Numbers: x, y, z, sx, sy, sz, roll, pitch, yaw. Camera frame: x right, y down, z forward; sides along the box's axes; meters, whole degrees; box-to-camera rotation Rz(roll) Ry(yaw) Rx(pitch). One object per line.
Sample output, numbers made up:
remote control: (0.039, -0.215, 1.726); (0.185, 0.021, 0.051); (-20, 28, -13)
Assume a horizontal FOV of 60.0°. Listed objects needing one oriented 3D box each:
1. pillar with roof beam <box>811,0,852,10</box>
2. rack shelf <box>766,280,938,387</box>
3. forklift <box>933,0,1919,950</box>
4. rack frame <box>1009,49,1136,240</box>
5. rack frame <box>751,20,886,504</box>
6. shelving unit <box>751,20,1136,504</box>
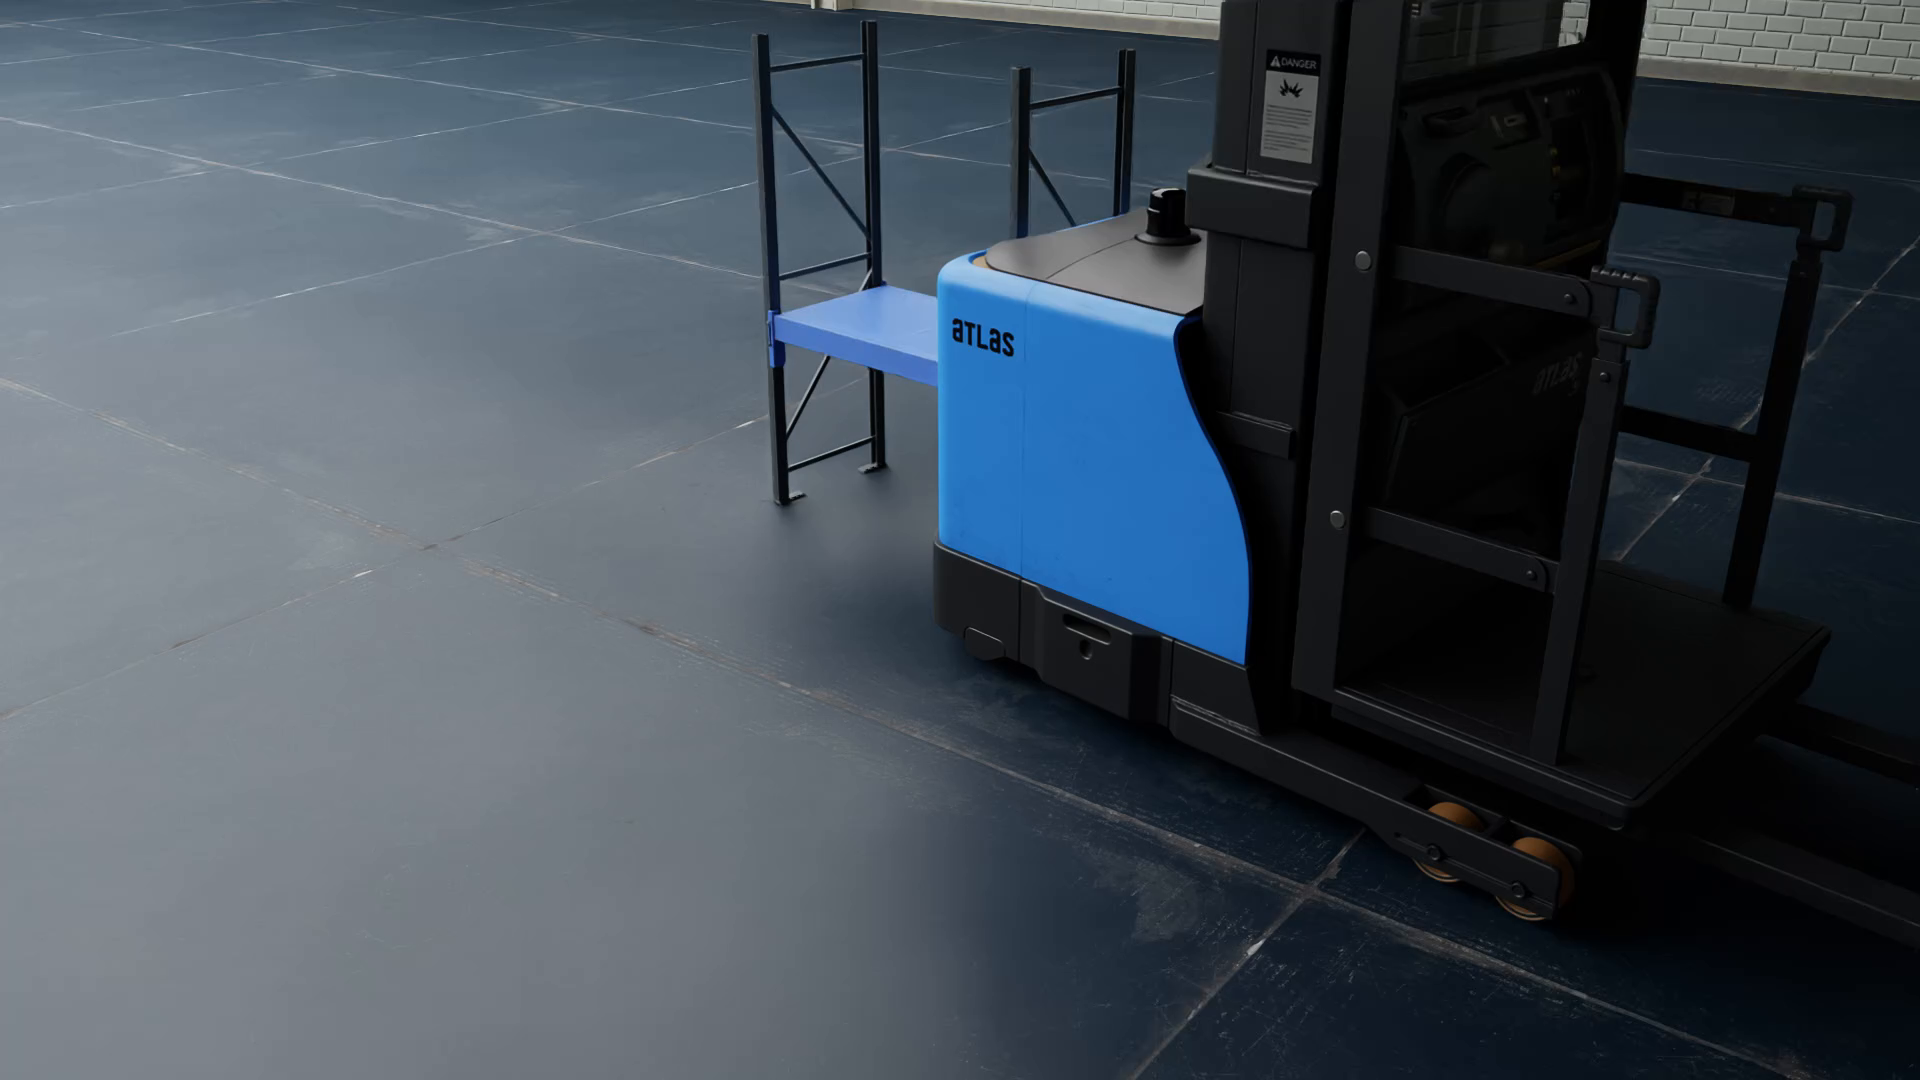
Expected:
pillar with roof beam: (-4.051, -8.858, 14.194); (0.400, 9.000, 9.100); (17, 29, 33)
rack shelf: (-0.065, -0.580, 5.153); (1.000, 0.185, 0.538); (20, 31, 38)
forklift: (1.335, -0.788, 3.404); (3.031, 2.935, 1.130); (21, 32, 40)
rack frame: (0.311, -0.607, 4.768); (0.032, 1.500, 0.500); (20, 31, 38)
rack frame: (-0.441, -0.883, 5.394); (0.032, 1.500, 0.500); (20, 31, 38)
shelving unit: (-0.065, -0.745, 5.081); (1.048, 1.500, 0.538); (20, 31, 38)
